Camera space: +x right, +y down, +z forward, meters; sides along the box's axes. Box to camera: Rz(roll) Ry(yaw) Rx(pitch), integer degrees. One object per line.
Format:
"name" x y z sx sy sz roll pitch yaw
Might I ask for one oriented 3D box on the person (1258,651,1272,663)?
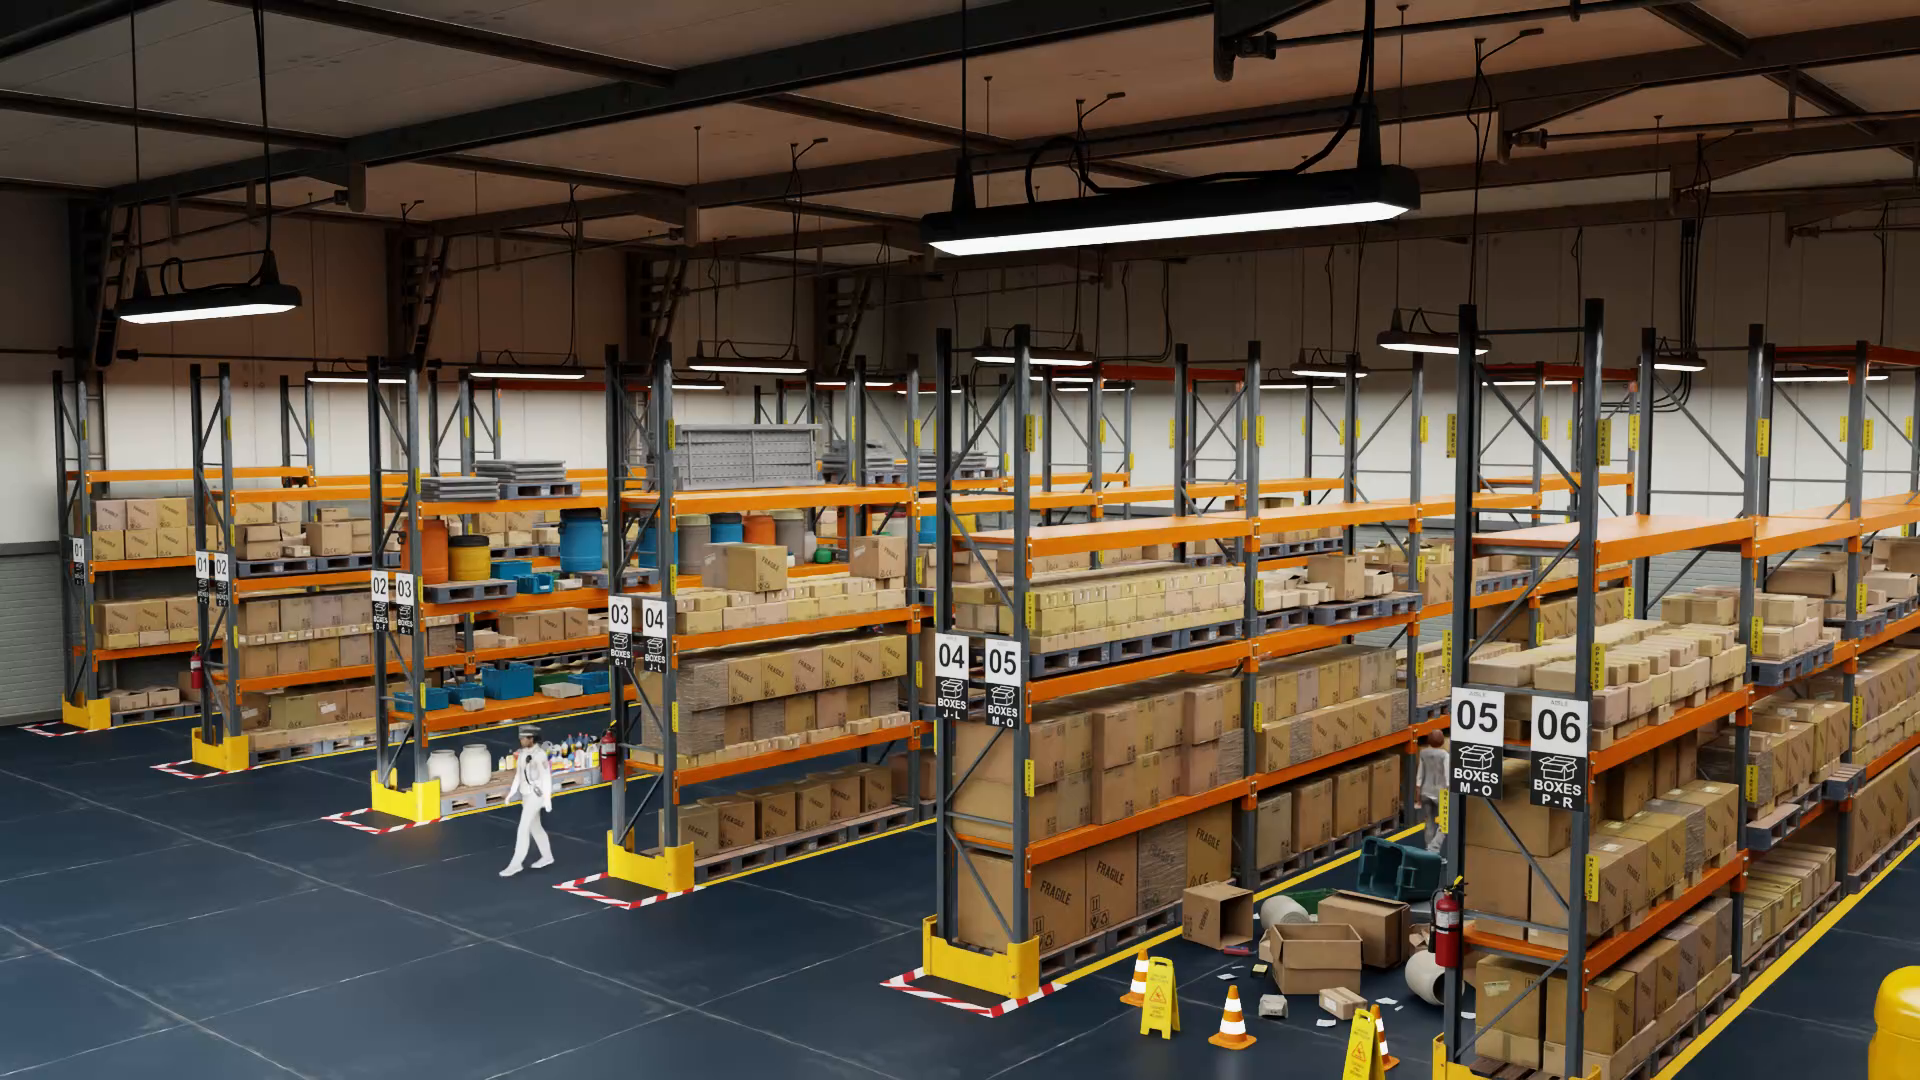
"person" 4.823 2.442 25.705 0.660 1.754 0.600 -3 5 -35

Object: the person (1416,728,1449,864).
"person" 5.490 2.982 19.263 0.455 1.597 0.480 4 5 41

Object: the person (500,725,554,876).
"person" -5.012 2.964 19.052 0.738 1.660 0.560 -3 5 -36
